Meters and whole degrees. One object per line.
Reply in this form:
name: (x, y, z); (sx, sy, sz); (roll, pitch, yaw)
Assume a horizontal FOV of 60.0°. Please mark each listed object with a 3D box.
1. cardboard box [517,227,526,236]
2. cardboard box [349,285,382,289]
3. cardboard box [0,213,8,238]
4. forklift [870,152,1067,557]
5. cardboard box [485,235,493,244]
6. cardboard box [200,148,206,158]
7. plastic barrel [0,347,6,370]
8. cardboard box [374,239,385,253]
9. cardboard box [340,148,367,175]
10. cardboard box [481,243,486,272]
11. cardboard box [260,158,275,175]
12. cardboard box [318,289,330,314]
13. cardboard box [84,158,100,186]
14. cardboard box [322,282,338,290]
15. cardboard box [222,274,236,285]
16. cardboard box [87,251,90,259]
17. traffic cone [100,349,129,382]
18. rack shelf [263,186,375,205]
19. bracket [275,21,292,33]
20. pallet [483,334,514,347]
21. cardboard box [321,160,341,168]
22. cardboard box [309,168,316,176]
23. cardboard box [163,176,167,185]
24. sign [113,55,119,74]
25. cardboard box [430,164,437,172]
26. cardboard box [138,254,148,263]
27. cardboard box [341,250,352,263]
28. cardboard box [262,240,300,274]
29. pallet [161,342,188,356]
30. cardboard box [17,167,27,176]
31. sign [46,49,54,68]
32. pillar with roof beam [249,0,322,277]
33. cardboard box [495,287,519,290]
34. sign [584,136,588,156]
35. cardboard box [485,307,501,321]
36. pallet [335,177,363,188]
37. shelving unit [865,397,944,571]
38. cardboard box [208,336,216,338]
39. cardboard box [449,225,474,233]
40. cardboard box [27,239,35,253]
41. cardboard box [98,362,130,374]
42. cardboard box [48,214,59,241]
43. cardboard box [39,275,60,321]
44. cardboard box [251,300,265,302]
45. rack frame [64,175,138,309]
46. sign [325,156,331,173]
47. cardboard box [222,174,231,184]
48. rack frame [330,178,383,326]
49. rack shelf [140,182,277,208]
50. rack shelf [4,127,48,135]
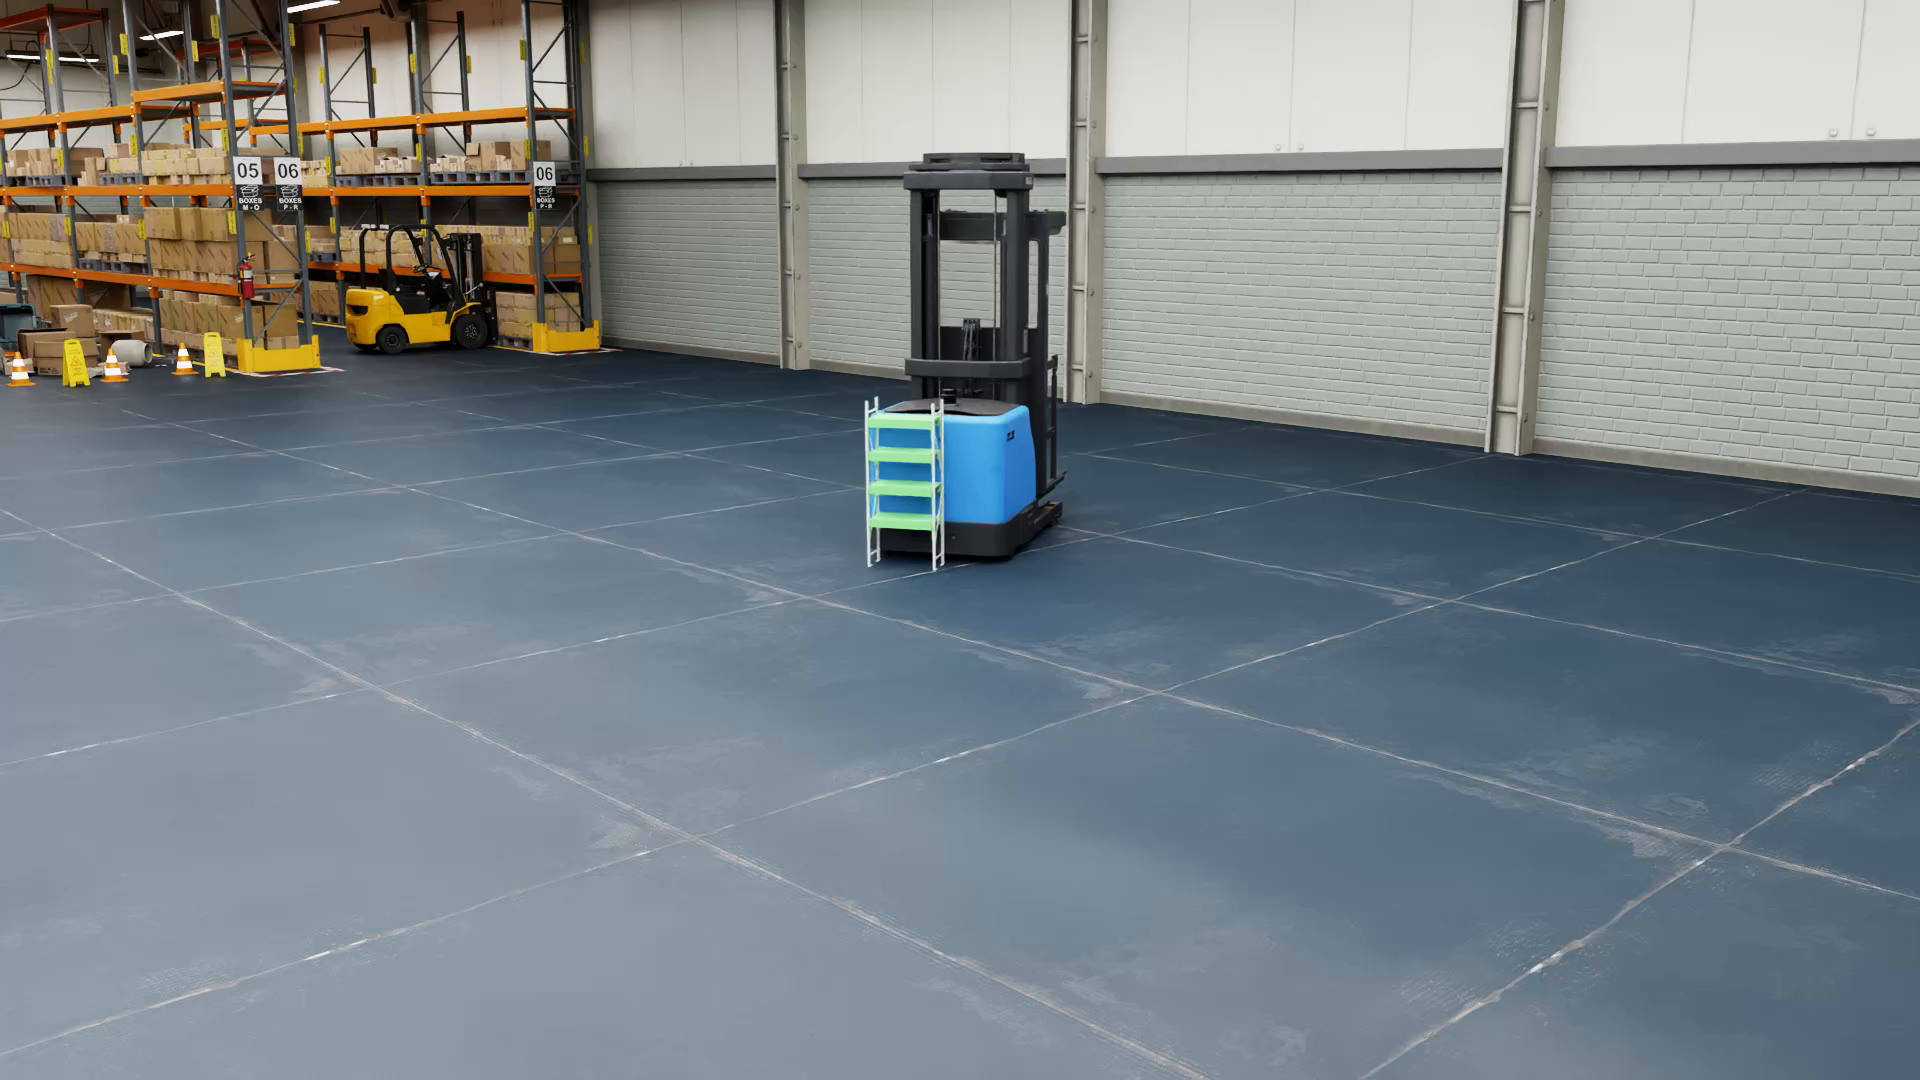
cardboard box: (-7.463, -5.354, 28.872); (0.380, 0.149, 0.250); (-11, 16, -42)
cardboard box: (-11.974, -4.904, 34.125); (0.875, 0.625, 0.625); (-10, 15, -41)
cardboard box: (-19.270, -6.415, 33.889); (0.500, 0.500, 0.500); (-11, 16, -43)
forklift: (0.216, -1.563, 13.236); (1.130, 2.935, 3.031); (3, 12, 15)
cardboard box: (-8.216, -5.349, 29.585); (0.380, 0.149, 0.250); (-11, 16, -42)
cardboard box: (-11.546, -5.998, 25.804); (0.380, 0.149, 0.250); (-11, 16, -43)
plastic barrel: (-14.838, -2.760, 25.260); (0.512, 0.421, 0.421); (-1, 12, -4)
cardboard box: (-11.201, -5.804, 32.781); (0.500, 0.250, 0.500); (-11, 16, -42)
cardboard box: (-12.071, -7.587, 33.336); (0.500, 0.500, 0.500); (-11, 16, -42)
cardboard box: (-8.461, -5.095, 29.958); (0.500, 0.500, 0.500); (-11, 16, -42)
cardboard box: (-10.612, -5.747, 25.571); (0.500, 0.250, 0.500); (-11, 16, -44)
cardboard box: (-13.181, -5.042, 35.105); (0.500, 0.500, 0.500); (-11, 16, -43)
cardboard box: (-15.335, -6.641, 30.028); (0.700, 0.500, 0.500); (-11, 16, -43)
cardboard box: (-13.130, -5.326, 34.875); (0.250, 0.149, 0.380); (11, 16, 42)
cardboard box: (-11.126, -4.018, 25.602); (0.380, 0.149, 0.250); (-11, 16, -43)
cardboard box: (-15.722, -5.226, 30.423); (0.250, 0.149, 0.380); (11, 16, 42)
traffic cone: (-12.256, -2.531, 24.049); (0.336, 0.463, 0.334); (-11, 16, -43)
rack shelf: (-13.776, -7.363, 35.566); (1.077, 0.370, 4.000); (-11, 16, -43)
bracket: (-14.957, -11.357, 36.813); (0.235, 0.232, 0.430); (-11, 16, -43)
pallet: (-8.267, -3.705, 30.371); (1.003, 0.211, 1.213); (-11, 16, -43)
cardboard box: (-12.847, -7.700, 34.065); (0.380, 0.149, 0.250); (-10, 15, -41)
cardboard box: (-13.345, -7.676, 34.687); (0.380, 0.149, 0.250); (-11, 16, -43)
cardboard box: (-12.791, -5.878, 27.198); (0.380, 0.149, 0.250); (-11, 16, -43)
sign: (-15.597, -8.774, 30.686); (0.100, 0.325, 0.005); (-11, 16, -43)
cardboard box: (-9.543, -6.864, 30.693); (0.380, 0.149, 0.250); (-10, 16, -41)
cardboard box: (-13.775, -4.798, 28.347); (0.380, 0.149, 0.250); (-11, 16, -42)
cardboard box: (-12.265, -5.782, 33.915); (0.500, 0.250, 0.500); (-11, 16, -42)
cardboard box: (-10.584, -4.397, 25.835); (0.500, 0.500, 0.500); (-11, 16, -43)
pallet: (-12.731, -3.220, 28.015); (1.003, 0.211, 1.213); (-11, 16, -43)
cardboard box: (-18.124, -7.173, 32.398); (0.250, 0.166, 0.380); (10, 16, 41)
sign: (-16.381, -8.658, 29.926); (0.100, 0.325, 0.005); (-11, 16, -43)
pillar with roof beam: (-18.100, -9.104, 34.798); (9.100, 9.000, 0.548); (-11, 16, -43)
cardboard box: (-8.453, -4.527, 30.746); (0.500, 0.250, 0.500); (-11, 16, -42)
sign: (-6.465, -6.799, 28.685); (0.100, 0.325, 0.005); (-11, 16, -43)
cardboard box: (-8.143, -4.065, 29.744); (0.500, 0.250, 0.500); (-11, 16, -44)
pallet: (-11.862, -7.244, 33.675); (1.213, 0.211, 1.003); (-10, 15, -40)
shelving unit: (-0.392, -0.402, 11.877); (0.503, 1.200, 0.258); (3, 13, 15)
cardboard box: (-11.563, -3.111, 26.350); (0.500, 0.250, 0.500); (-11, 16, -42)
cardboard box: (-9.199, -5.734, 30.715); (0.380, 0.149, 0.250); (-11, 16, -44)
cardboard box: (-17.935, -5.764, 32.589); (0.500, 0.250, 0.500); (-11, 16, -42)
cardboard box: (-12.824, -2.608, 25.202); (0.380, 0.149, 0.250); (-3, 12, -13)
cardboard box: (-16.889, -5.914, 31.455); (0.500, 0.500, 0.500); (-11, 16, -42)
cardboard box: (-17.629, -4.801, 33.005); (0.875, 0.875, 0.875); (-10, 15, -41)
cardboard box: (-11.536, -3.631, 27.015); (0.500, 0.500, 0.500); (-10, 16, -41)
rack frame: (-15.983, -5.262, 31.019); (1.000, 3.000, 0.127); (-11, 16, -43)
sign: (-12.789, -7.601, 33.659); (0.100, 0.325, 0.005); (-11, 16, -43)
cardboard box: (-10.907, -5.454, 25.139); (0.380, 0.149, 0.250); (-11, 16, -42)
rack frame: (-12.395, -5.954, 34.379); (1.000, 3.000, 0.127); (-11, 16, -43)
rack shelf: (-11.839, -5.503, 26.539); (1.077, 0.370, 4.000); (-11, 16, -43)
rack shelf: (-20.126, -8.528, 34.777); (1.077, 0.370, 4.000); (-11, 16, -43)
